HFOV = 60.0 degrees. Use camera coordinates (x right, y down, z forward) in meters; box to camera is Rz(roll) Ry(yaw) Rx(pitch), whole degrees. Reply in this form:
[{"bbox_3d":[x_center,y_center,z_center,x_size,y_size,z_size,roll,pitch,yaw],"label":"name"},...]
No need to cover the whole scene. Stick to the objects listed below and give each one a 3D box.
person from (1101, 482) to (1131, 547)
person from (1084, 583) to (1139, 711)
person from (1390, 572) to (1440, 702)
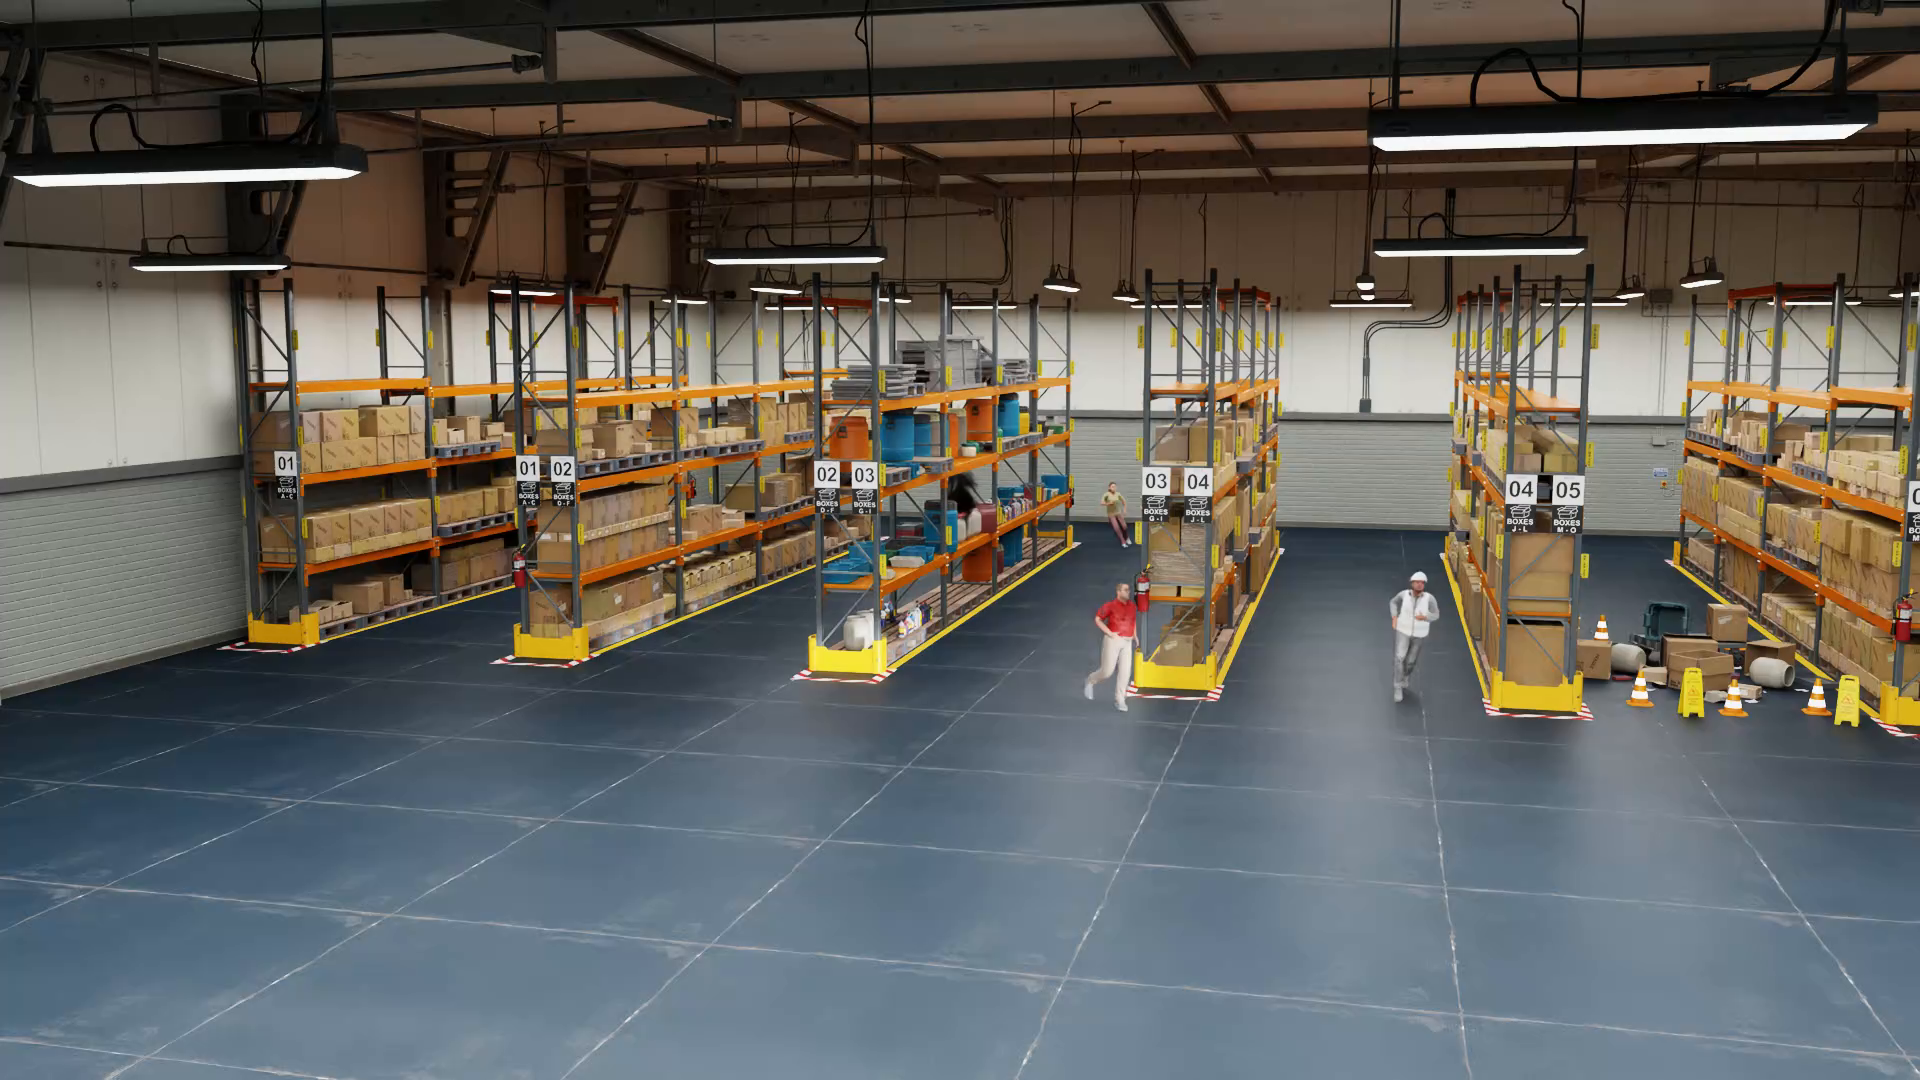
[{"bbox_3d":[3.821,-0.622,40.360,0.828,1.584,0.559,-2,7,-13],"label":"person"},{"bbox_3d":[2.194,1.434,22.833,0.724,1.682,0.917,-4,8,-28],"label":"person"},{"bbox_3d":[6.390,1.320,23.397,0.669,1.781,0.994,1,7,12],"label":"person"}]
